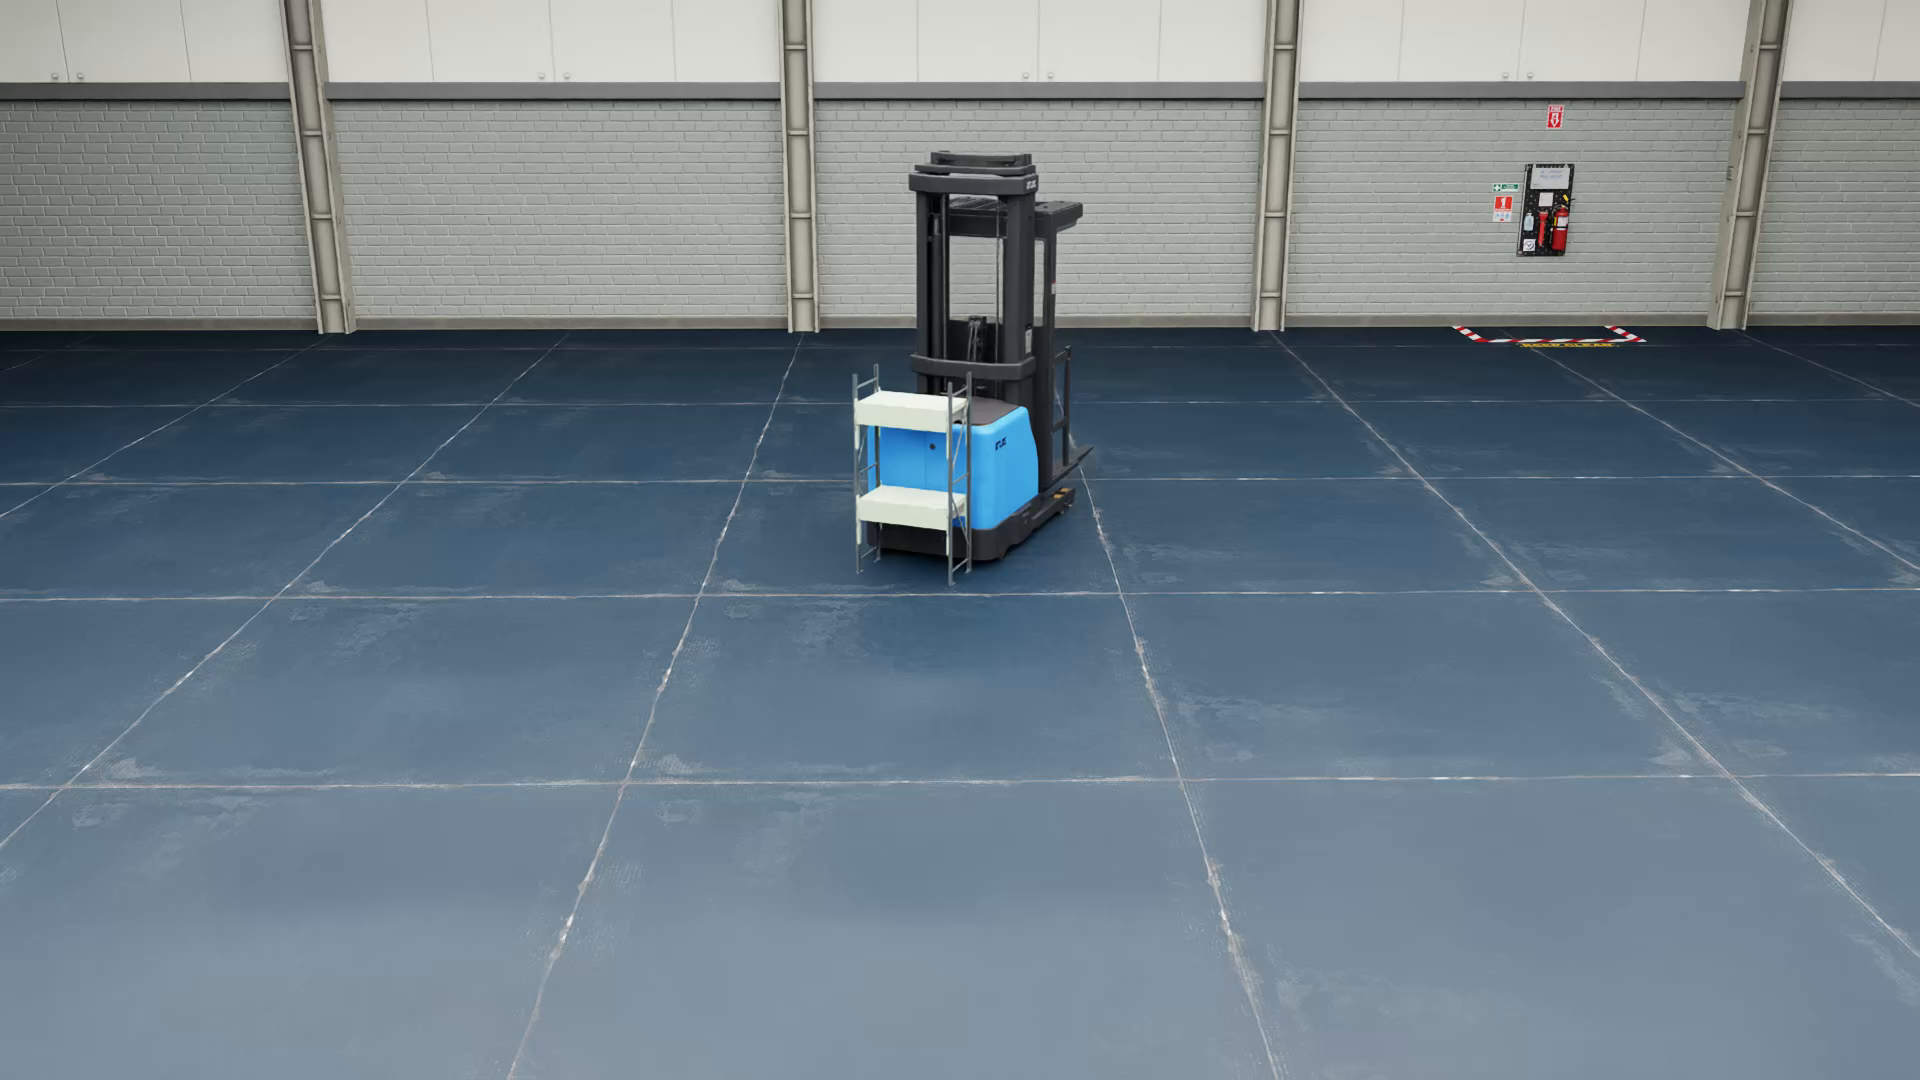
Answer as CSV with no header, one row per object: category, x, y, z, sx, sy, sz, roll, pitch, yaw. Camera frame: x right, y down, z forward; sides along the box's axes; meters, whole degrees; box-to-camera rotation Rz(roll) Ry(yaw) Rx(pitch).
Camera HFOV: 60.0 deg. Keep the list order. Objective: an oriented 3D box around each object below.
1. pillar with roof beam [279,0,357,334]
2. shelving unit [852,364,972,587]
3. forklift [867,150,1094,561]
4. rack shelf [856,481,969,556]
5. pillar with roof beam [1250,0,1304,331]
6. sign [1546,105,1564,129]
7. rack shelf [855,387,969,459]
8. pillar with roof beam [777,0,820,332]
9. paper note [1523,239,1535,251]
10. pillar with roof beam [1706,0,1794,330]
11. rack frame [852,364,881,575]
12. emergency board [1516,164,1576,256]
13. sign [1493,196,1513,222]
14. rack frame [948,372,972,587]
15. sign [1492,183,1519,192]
pillar with roof beam,-7.944,-5.655,15.945,0.400,9.000,9.100,0,18,-1
shelving unit,-0.341,-0.474,12.069,0.755,1.500,0.431,7,19,21
forklift,0.318,-1.652,13.399,1.130,2.935,3.031,7,19,21
rack shelf,-0.341,-0.163,12.169,0.720,0.370,0.431,7,19,21
pillar with roof beam,4.055,-5.713,16.125,0.400,9.000,9.100,0,18,-1
sign,7.505,-5.334,20.970,0.199,0.298,0.001,0,18,-1
rack shelf,-0.341,-0.845,11.950,0.720,0.370,0.431,7,19,21
pillar with roof beam,-1.945,-5.684,16.035,0.400,9.000,9.100,0,18,-1
paper note,7.336,-3.801,21.427,0.142,0.148,0.016,0,18,-1
pillar with roof beam,10.054,-5.742,16.215,0.400,9.000,9.100,0,18,-1
rack frame,-0.681,-0.515,12.199,0.023,1.500,0.400,7,19,21
emergency board,7.514,-4.200,21.229,0.643,1.169,0.194,0,18,-1
sign,6.960,-4.246,21.314,0.234,0.329,0.001,0,18,-1
rack frame,-0.001,-0.432,11.940,0.023,1.500,0.400,7,19,21
sign,6.965,-4.495,21.225,0.331,0.109,0.001,0,18,-1
